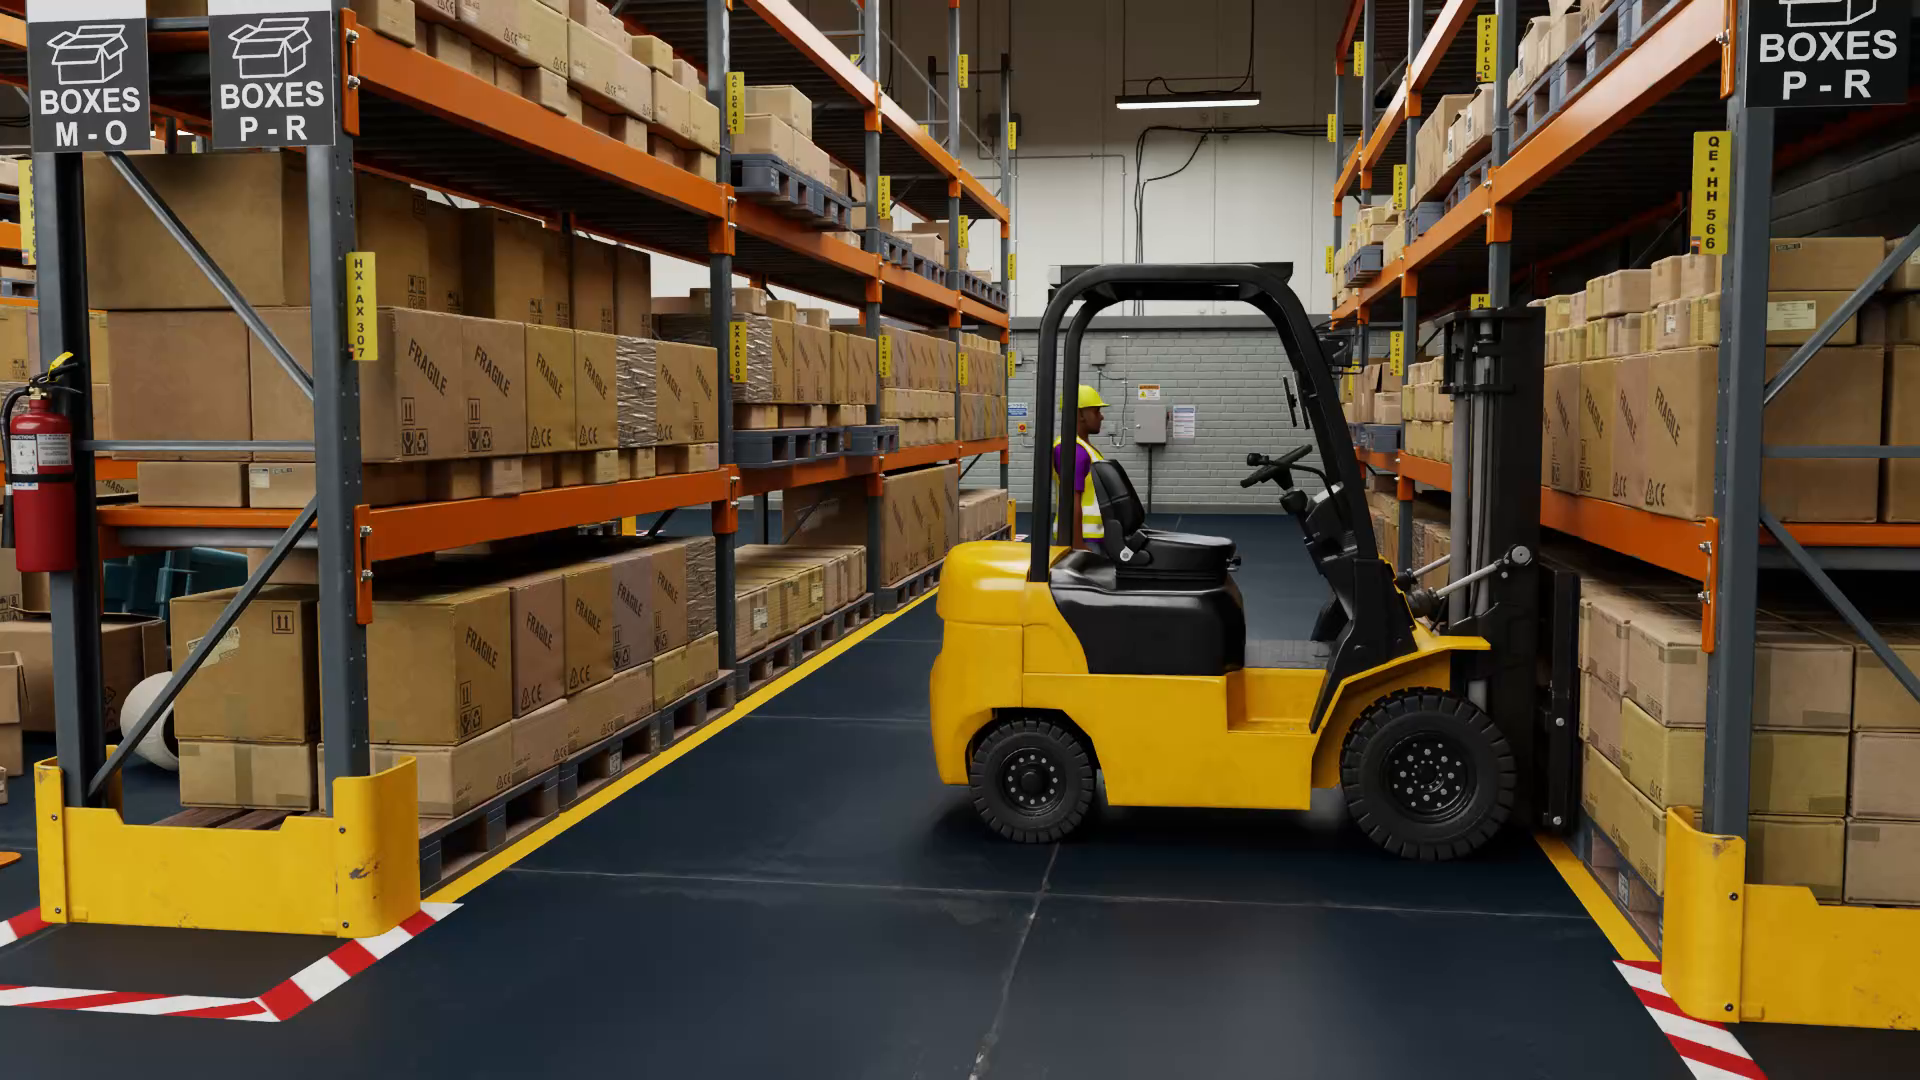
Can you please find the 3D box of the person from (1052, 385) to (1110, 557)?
[{"bbox_3d":[0.708,0.005,9.452,0.381,1.761,0.564,1,5,10],"label":"person"}]
